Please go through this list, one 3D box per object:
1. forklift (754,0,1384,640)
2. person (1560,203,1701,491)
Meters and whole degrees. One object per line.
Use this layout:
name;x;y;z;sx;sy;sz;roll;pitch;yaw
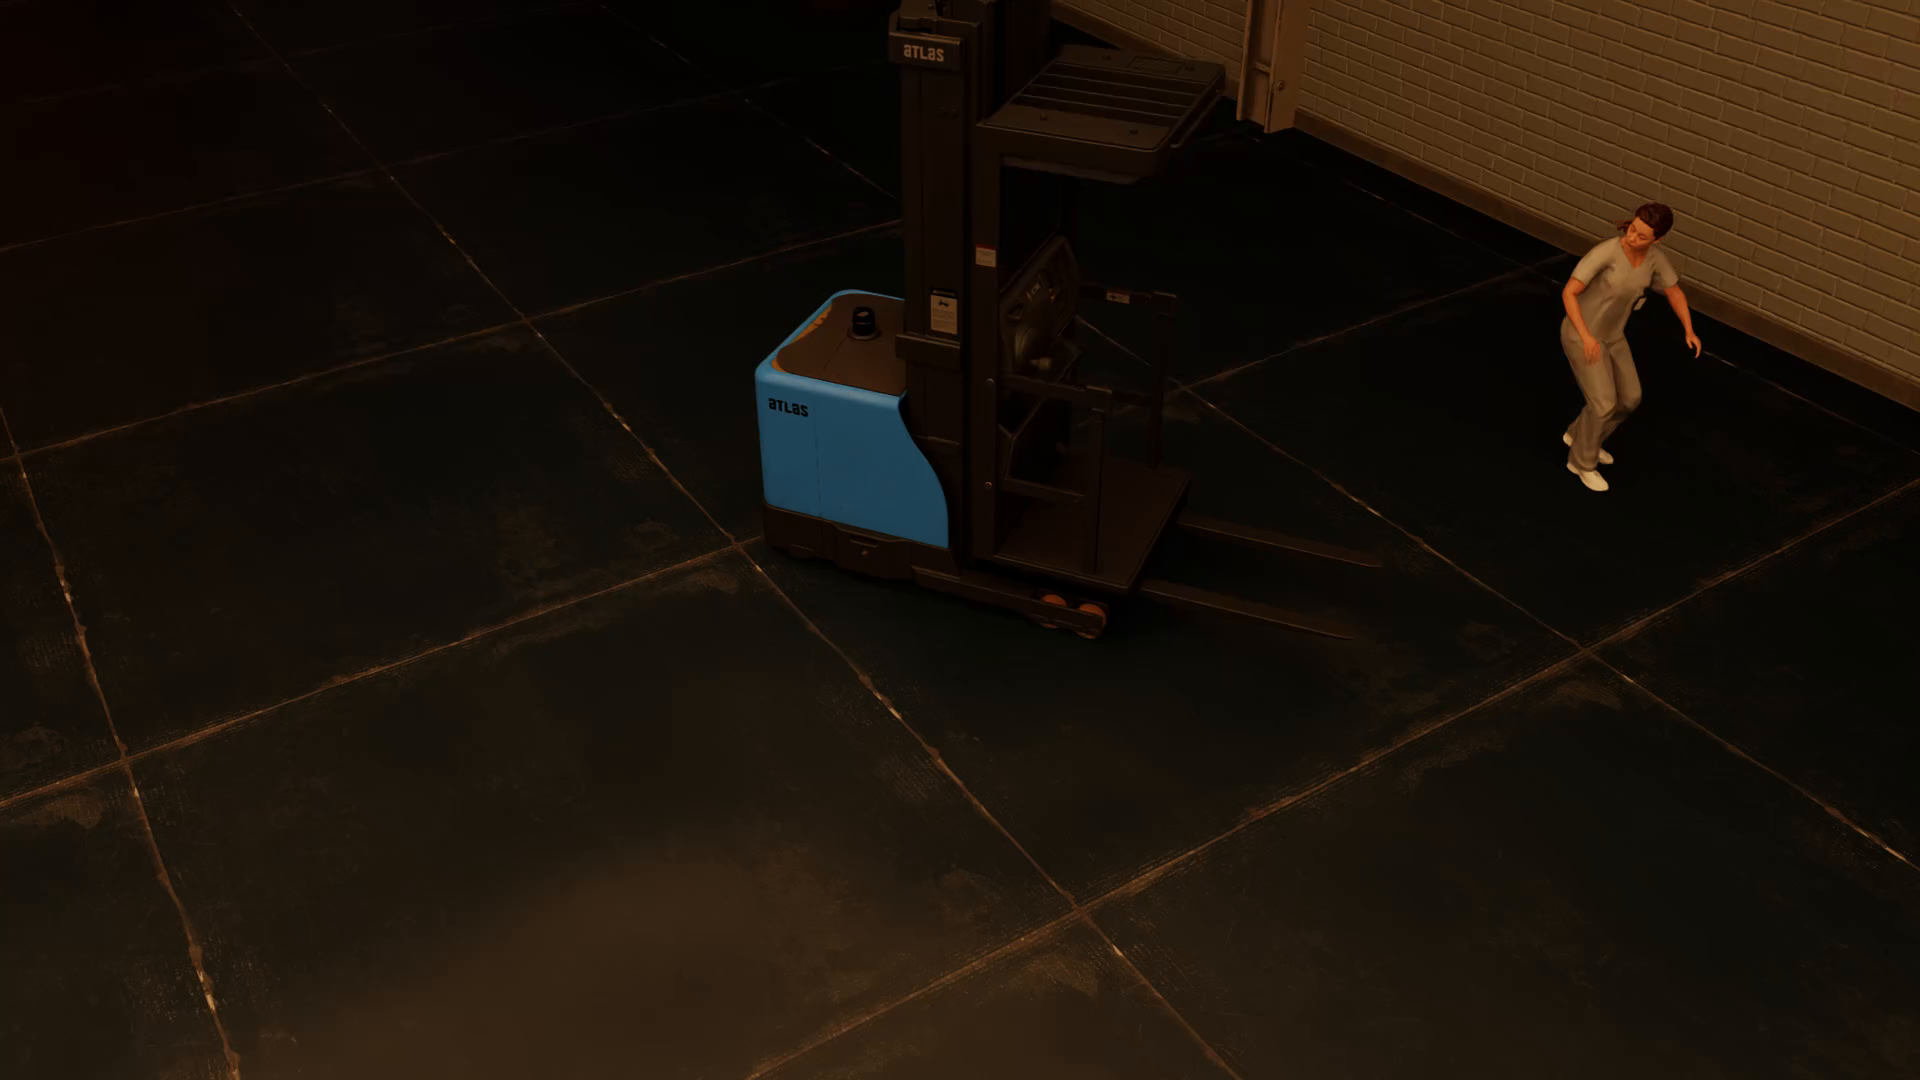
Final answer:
forklift;0.556;-1.073;7.675;3.031;2.935;1.130;13;37;18
person;3.488;-1.003;8.760;0.682;1.600;0.622;-17;38;-22
